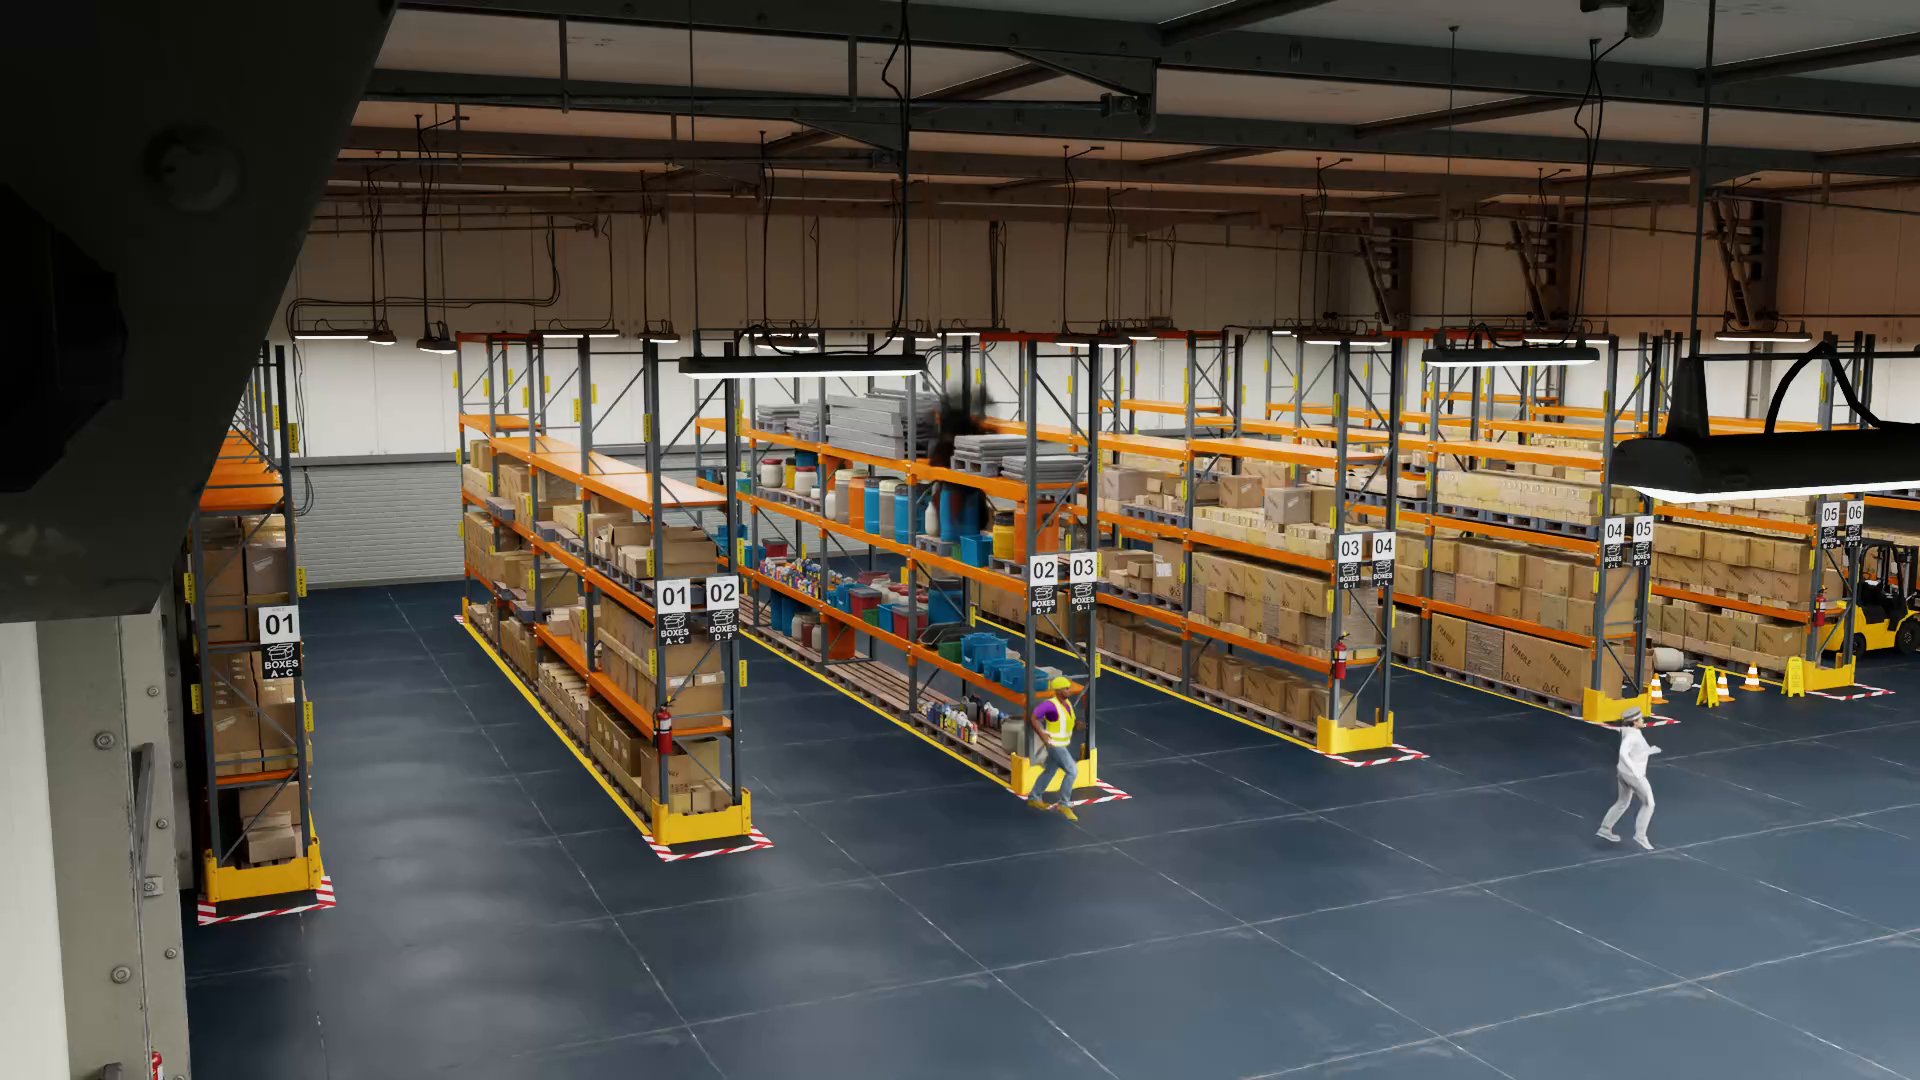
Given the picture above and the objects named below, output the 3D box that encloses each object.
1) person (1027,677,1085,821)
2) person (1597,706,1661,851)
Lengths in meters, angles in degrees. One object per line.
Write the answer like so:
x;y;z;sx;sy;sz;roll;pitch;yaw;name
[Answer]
1.216;2.622;21.092;0.748;1.800;0.692;3;8;22;person
8.010;2.838;19.837;0.688;1.754;0.565;0;8;2;person
